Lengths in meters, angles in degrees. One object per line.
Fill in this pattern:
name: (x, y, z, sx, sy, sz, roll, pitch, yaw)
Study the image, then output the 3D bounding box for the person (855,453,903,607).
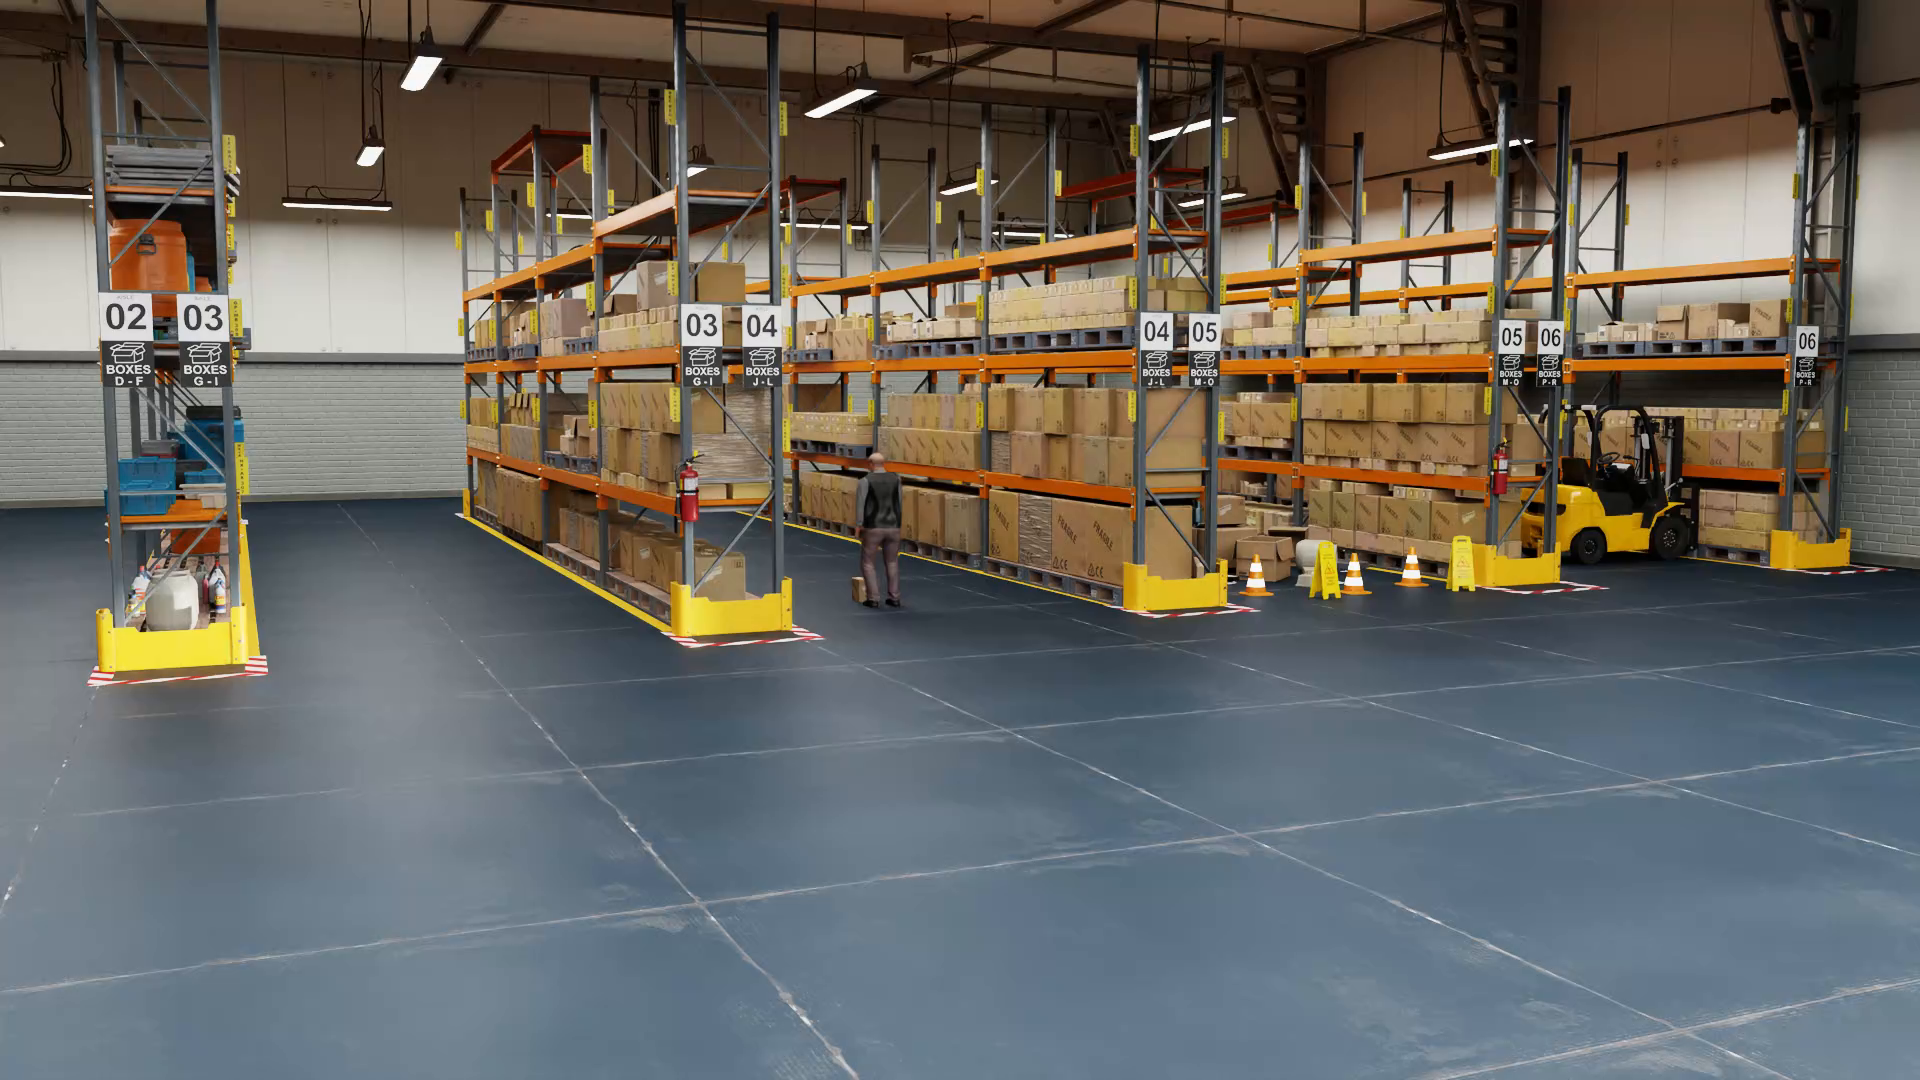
person: (-0.891, -0.108, 18.288, 0.552, 1.685, 0.403, -2, 6, -22)
